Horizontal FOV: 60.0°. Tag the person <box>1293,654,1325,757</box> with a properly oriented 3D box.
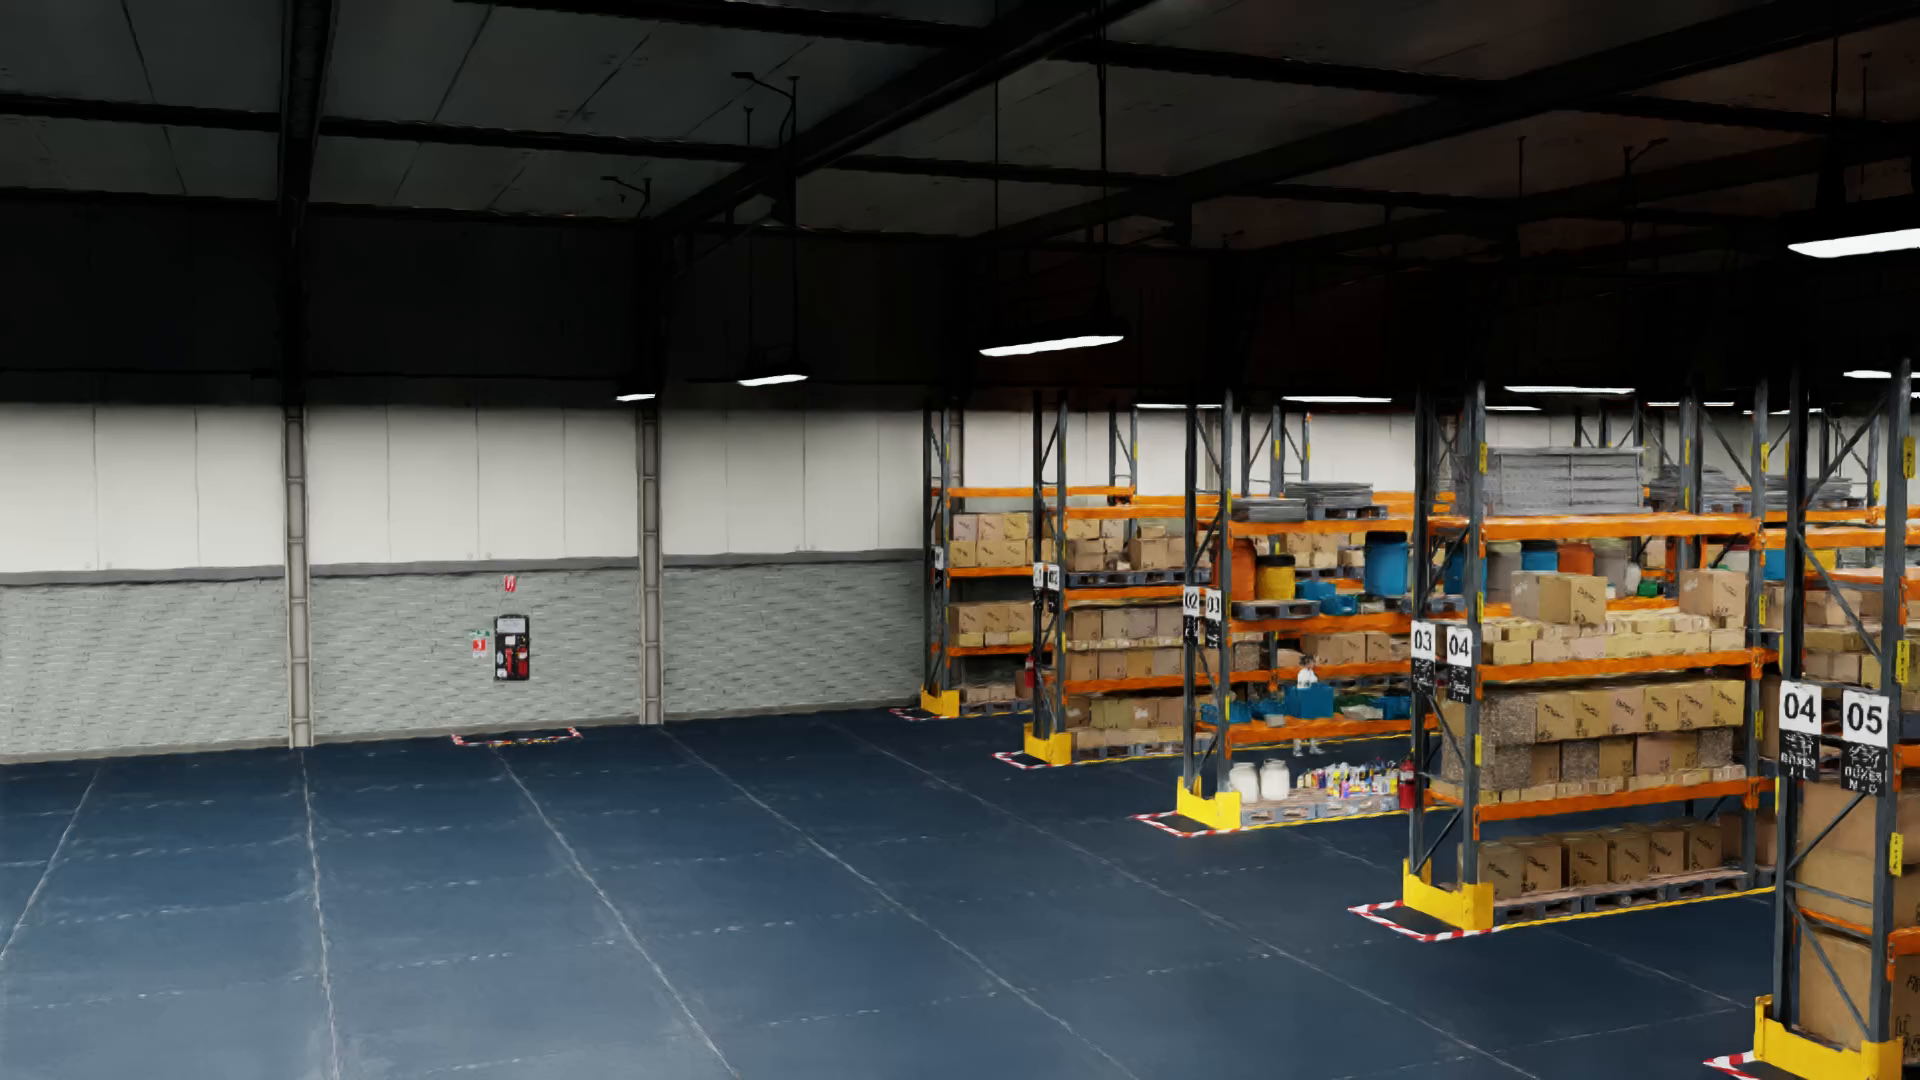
[{"bbox_3d":[5.737,2.709,27.330,0.433,1.671,0.551,3,5,42],"label":"person"}]
